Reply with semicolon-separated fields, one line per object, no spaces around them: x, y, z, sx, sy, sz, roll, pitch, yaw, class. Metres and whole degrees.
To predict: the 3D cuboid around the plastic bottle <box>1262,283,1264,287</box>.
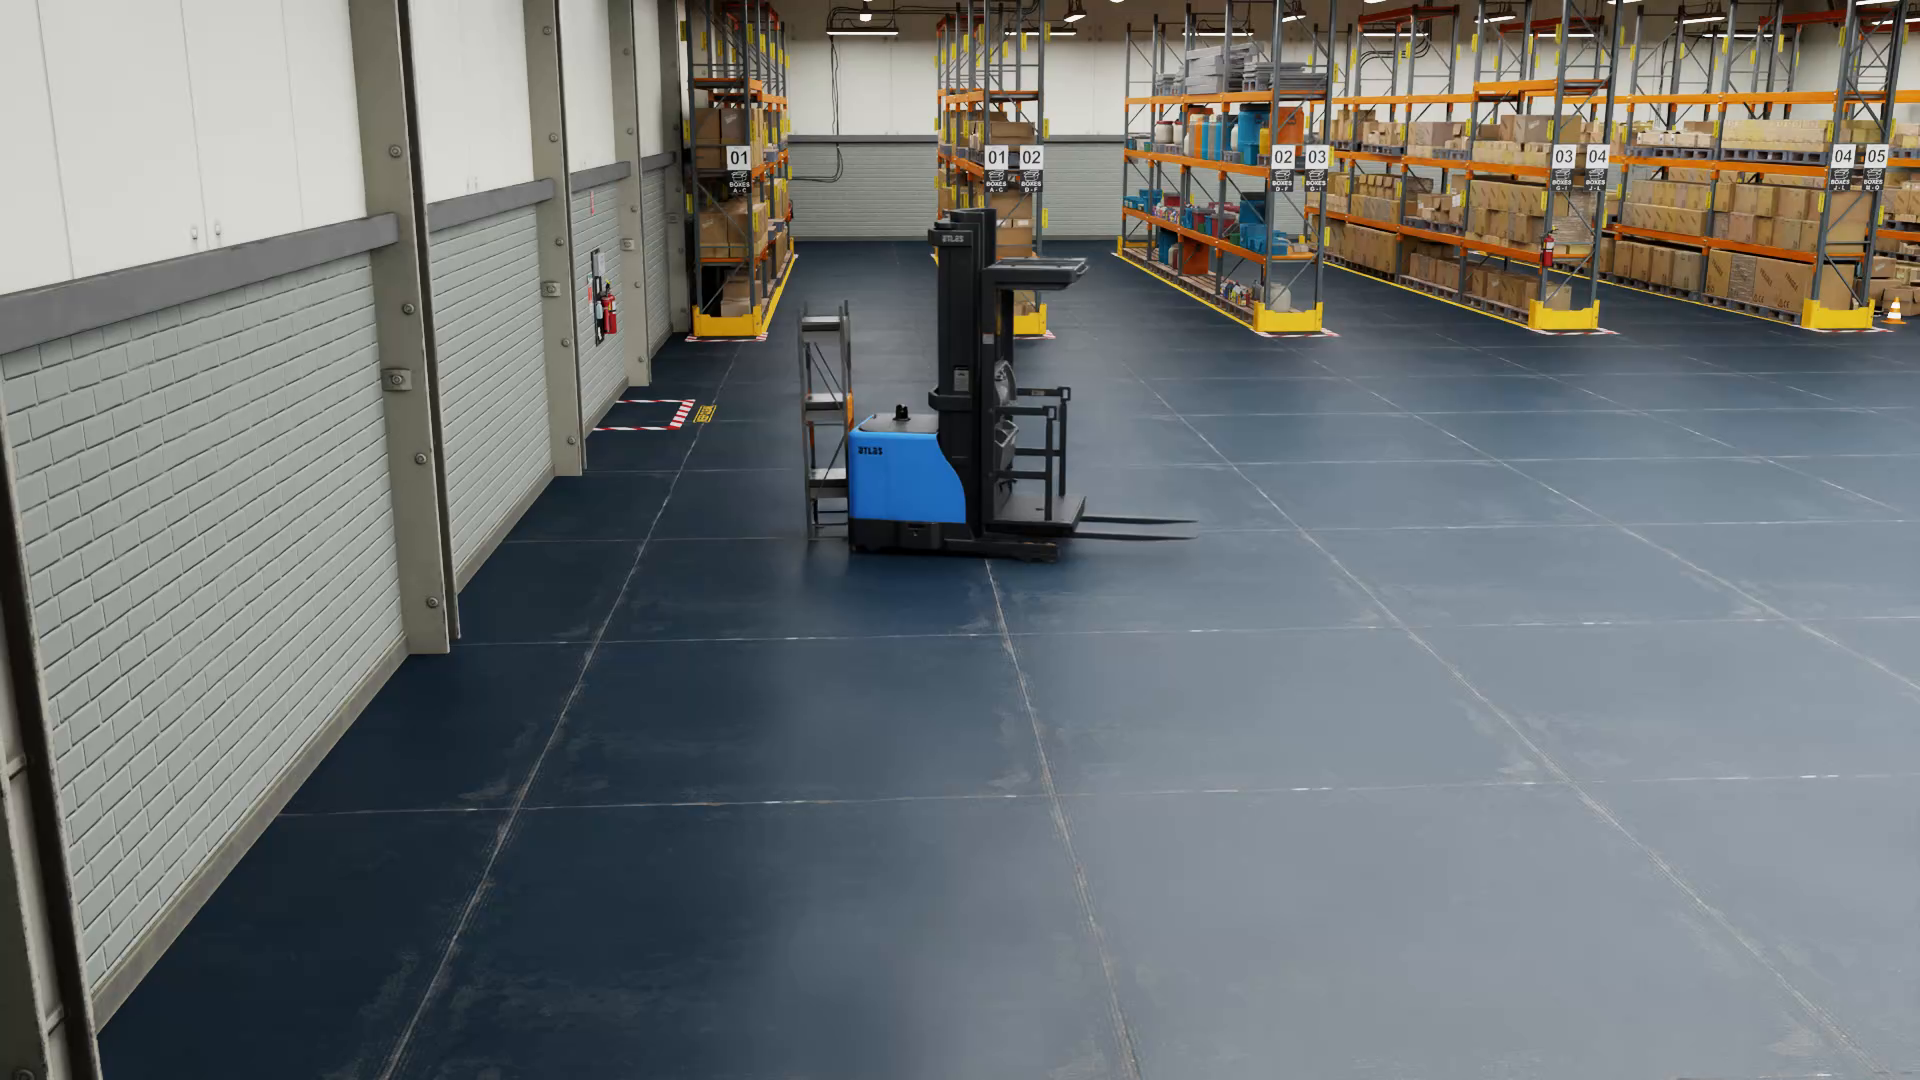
5.946;-4.880;32.408;0.144;0.351;0.185;-2;15;-6;plastic bottle

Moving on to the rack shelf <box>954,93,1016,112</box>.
0.539;-8.939;33.954;1.077;0.370;4.000;-1;14;-3;rack shelf

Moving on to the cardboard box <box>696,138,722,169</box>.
-4.312;-6.616;28.462;0.500;0.500;0.500;0;14;1;cardboard box

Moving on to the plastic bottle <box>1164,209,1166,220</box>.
4.817;-7.618;38.874;0.097;0.271;0.097;0;14;0;plastic bottle

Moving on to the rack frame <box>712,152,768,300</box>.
-4.281;-6.001;32.329;1.000;3.000;0.127;-1;14;-3;rack frame

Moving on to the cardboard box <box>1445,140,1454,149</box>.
10.334;-8.238;34.630;0.380;0.166;0.250;-1;14;-5;cardboard box

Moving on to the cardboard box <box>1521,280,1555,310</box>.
10.705;-4.532;30.793;0.500;0.500;0.500;3;15;11;cardboard box

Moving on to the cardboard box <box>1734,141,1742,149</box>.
15.222;-7.642;32.149;0.380;0.149;0.250;-1;14;-4;cardboard box

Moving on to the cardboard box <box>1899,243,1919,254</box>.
24.550;-7.552;43.003;0.396;0.266;0.258;0;14;-1;cardboard box

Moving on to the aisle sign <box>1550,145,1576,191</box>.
10.502;-6.474;28.952;0.394;0.787;0.004;-1;14;-3;aisle sign

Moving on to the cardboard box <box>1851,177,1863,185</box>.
20.407;-8.037;38.035;0.500;0.500;0.500;-1;14;-5;cardboard box

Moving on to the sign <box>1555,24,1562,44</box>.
10.243;-8.666;28.456;0.100;0.325;0.005;-1;14;-3;sign

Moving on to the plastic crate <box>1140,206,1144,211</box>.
4.774;-8.313;41.748;0.437;0.125;0.590;-1;14;-3;plastic crate

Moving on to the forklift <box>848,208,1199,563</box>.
0.583;-1.369;14.466;3.031;2.935;1.130;3;15;10;forklift

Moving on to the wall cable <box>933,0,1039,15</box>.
0.770;-16.537;48.208;3.097;2.526;0.112;-1;14;-3;wall cable

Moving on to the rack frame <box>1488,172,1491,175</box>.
14.763;-9.266;45.019;1.000;3.000;0.127;-1;14;-3;rack frame

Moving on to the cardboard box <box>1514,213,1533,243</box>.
10.641;-5.687;30.314;0.875;0.500;0.500;-1;14;-3;cardboard box

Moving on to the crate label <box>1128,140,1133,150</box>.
4.598;-10.284;43.256;0.408;0.251;0.502;-1;14;-3;crate label

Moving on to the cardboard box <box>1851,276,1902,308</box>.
17.987;-4.875;32.692;0.797;0.637;0.503;-1;14;-3;cardboard box

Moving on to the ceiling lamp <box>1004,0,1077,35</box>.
2.250;-15.500;45.495;2.000;3.185;0.800;-1;14;-3;ceiling lamp

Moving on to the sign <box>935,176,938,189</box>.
-0.622;-9.473;44.088;0.100;0.325;0.005;-1;14;-3;sign

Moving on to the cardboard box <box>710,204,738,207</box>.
-4.432;-6.052;31.284;0.500;0.500;0.500;-1;14;-4;cardboard box

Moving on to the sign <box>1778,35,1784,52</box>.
16.062;-9.718;32.546;0.100;0.325;0.005;-1;14;-3;sign

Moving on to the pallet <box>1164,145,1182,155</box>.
5.330;-9.029;38.458;1.003;0.211;1.213;-1;14;-3;pallet

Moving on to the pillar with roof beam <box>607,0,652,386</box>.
-0.272;-6.646;22.798;9.100;9.000;0.400;-1;14;-3;pillar with roof beam

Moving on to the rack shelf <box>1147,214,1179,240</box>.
5.235;-7.297;38.812;1.077;0.370;4.000;-1;14;-3;rack shelf

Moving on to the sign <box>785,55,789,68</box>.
-4.482;-12.386;43.073;0.100;0.325;0.005;-1;14;-3;sign

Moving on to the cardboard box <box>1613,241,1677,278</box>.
15.207;-6.237;36.920;1.050;0.750;0.750;-1;14;-4;cardboard box

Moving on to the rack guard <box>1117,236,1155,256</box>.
4.849;-7.933;44.856;1.175;0.500;0.348;-1;14;-3;rack guard

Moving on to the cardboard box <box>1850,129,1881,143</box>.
15.981;-7.187;29.579;0.500;0.250;0.500;-1;14;-4;cardboard box

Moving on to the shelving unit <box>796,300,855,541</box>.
-1.186;-1.075;14.968;0.431;2.100;0.503;-1;14;2;shelving unit

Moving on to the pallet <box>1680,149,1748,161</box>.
15.401;-7.869;33.953;0.805;0.209;1.217;-1;15;-6;pallet

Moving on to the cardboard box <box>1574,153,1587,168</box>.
11.026;-6.739;29.480;0.500;0.250;0.500;0;14;-2;cardboard box

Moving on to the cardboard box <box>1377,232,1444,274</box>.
10.280;-6.571;37.967;1.225;0.875;0.875;-2;15;-6;cardboard box

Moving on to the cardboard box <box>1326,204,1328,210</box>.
9.614;-8.552;42.748;0.380;0.149;0.250;-1;14;-3;cardboard box

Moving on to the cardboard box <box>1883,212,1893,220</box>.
20.080;-6.973;35.770;0.380;0.149;0.250;0;14;-2;cardboard box

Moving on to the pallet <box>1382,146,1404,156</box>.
10.209;-8.745;37.355;1.213;0.211;1.003;0;14;-1;pallet

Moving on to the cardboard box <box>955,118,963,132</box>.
0.210;-9.362;38.131;0.600;0.600;0.600;-1;15;-6;cardboard box

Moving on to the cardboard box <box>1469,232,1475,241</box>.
10.266;-5.988;32.783;0.380;0.149;0.250;-1;14;-3;cardboard box

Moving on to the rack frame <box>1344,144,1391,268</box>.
10.054;-8.220;40.953;1.000;3.000;0.127;-1;14;-3;rack frame

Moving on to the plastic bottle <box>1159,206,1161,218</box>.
4.763;-7.768;39.432;0.061;0.283;0.133;-1;14;-3;plastic bottle

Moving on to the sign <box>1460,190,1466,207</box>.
9.996;-6.781;33.039;0.100;0.325;0.005;-1;14;-3;sign

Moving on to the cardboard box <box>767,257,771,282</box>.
-4.432;-5.820;35.759;0.700;0.500;0.500;-1;14;-3;cardboard box

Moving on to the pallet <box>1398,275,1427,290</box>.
10.349;-5.680;36.679;1.003;0.211;1.213;-1;14;-3;pallet

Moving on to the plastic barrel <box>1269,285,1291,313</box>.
5.737;-4.320;29.946;0.421;0.512;0.421;0;14;0;plastic barrel

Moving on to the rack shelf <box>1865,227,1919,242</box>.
20.317;-6.532;35.838;1.077;0.370;4.000;-1;14;-3;rack shelf

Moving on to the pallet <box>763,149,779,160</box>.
-4.281;-7.775;33.584;1.213;0.211;1.003;-1;14;-3;pallet
